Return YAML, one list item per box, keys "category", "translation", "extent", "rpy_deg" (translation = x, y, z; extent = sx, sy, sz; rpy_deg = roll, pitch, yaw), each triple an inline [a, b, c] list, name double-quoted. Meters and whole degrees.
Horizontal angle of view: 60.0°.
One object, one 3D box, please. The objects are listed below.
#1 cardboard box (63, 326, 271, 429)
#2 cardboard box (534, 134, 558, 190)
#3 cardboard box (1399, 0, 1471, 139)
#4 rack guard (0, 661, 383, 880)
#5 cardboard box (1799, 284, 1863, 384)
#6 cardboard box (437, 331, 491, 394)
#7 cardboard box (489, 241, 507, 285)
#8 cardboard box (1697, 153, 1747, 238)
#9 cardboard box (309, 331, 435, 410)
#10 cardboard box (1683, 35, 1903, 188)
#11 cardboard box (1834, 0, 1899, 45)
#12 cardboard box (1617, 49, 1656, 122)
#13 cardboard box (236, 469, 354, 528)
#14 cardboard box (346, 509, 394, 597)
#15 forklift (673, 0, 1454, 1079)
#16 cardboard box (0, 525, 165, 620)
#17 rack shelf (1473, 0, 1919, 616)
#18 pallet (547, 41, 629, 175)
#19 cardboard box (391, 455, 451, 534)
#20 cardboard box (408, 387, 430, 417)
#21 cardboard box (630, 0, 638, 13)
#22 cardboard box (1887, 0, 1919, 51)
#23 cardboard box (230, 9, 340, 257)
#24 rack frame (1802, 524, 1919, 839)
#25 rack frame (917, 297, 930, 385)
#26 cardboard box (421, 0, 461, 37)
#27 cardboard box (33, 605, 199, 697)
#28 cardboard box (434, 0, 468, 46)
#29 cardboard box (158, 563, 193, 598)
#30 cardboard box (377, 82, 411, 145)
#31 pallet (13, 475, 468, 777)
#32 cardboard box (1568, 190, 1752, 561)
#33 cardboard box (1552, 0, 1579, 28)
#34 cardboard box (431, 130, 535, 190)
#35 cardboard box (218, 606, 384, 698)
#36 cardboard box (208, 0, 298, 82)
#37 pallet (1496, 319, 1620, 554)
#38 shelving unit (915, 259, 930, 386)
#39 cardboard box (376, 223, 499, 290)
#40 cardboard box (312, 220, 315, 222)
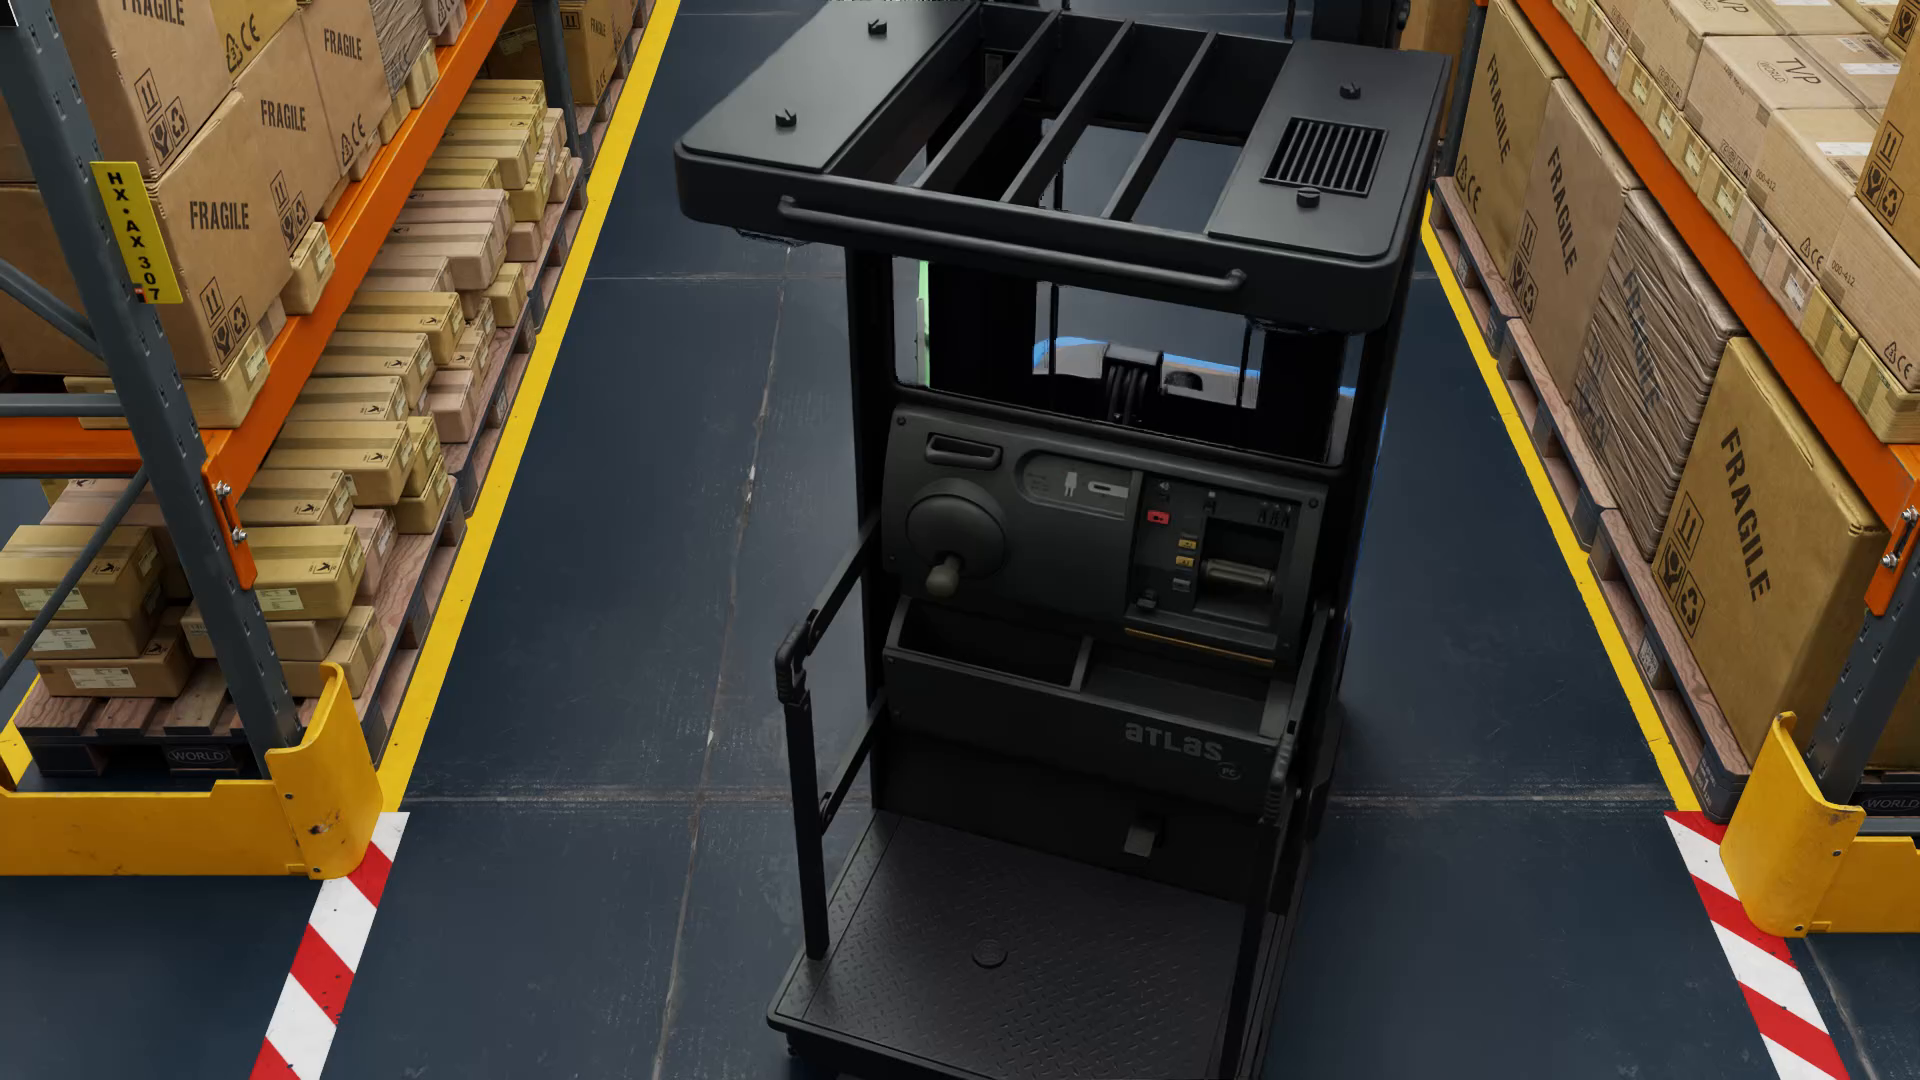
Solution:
- category: "cardboard box"
  translation: [-1.924, -0.400, 4.051]
  extent: [0.380, 0.149, 0.250]
  rpy_deg: [0, 39, 0]
- category: "cardboard box"
  translation: [-1.925, -1.598, 7.051]
  extent: [0.380, 0.149, 0.250]
  rpy_deg: [-2, 39, -2]
- category: "cardboard box"
  translation: [2.684, -2.472, 7.799]
  extent: [1.225, 0.875, 0.875]
  rpy_deg: [0, 39, 0]
- category: "rack guard"
  translation: [-2.251, 0.633, 4.560]
  extent: [1.175, 0.500, 0.348]
  rpy_deg: [0, 39, 0]
- category: "cardboard box"
  translation: [2.377, -0.522, 4.204]
  extent: [0.380, 0.149, 0.250]
  rpy_deg: [0, 39, 0]
- category: "cardboard box"
  translation: [-1.947, -0.642, 6.096]
  extent: [0.380, 0.149, 0.250]
  rpy_deg: [0, 39, 0]
- category: "cardboard box"
  translation: [-1.985, -1.114, 6.448]
  extent: [0.380, 0.149, 0.250]
  rpy_deg: [1, 39, 1]
- category: "cardboard box"
  translation: [2.377, -0.998, 4.798]
  extent: [0.380, 0.149, 0.250]
  rpy_deg: [-1, 39, -1]
- category: "cardboard box"
  translation: [-1.979, -0.565, 5.524]
  extent: [0.380, 0.149, 0.250]
  rpy_deg: [1, 39, 2]
- category: "cardboard box"
  translation: [2.442, -1.231, 4.770]
  extent: [0.500, 0.250, 0.500]
  rpy_deg: [-1, 39, -2]
- category: "cardboard box"
  translation: [2.968, -1.559, 5.179]
  extent: [0.500, 0.250, 0.500]
  rpy_deg: [-1, 39, -1]
- category: "cardboard box"
  translation: [2.375, -1.479, 5.397]
  extent: [0.380, 0.149, 0.250]
  rpy_deg: [-1, 39, -1]
- category: "cardboard box"
  translation: [-2.033, -0.079, 4.918]
  extent: [0.380, 0.149, 0.250]
  rpy_deg: [1, 39, 1]
- category: "cardboard box"
  translation: [-1.939, 0.039, 5.009]
  extent: [0.380, 0.149, 0.250]
  rpy_deg: [0, 39, 0]
- category: "forklift"
  translation: [0.216, 0.059, 3.333]
  extent: [1.130, 2.935, 3.031]
  rpy_deg: [12, 40, 15]
- category: "cardboard box"
  translation: [-2.505, 0.091, 4.706]
  extent: [0.380, 0.149, 0.250]
  rpy_deg: [0, 39, 0]
- category: "rack shelf"
  translation: [2.707, -1.205, 5.431]
  extent: [1.077, 0.370, 4.000]
  rpy_deg: [0, 39, 0]
- category: "pallet"
  translation: [-2.258, -2.195, 8.320]
  extent: [1.003, 0.211, 1.213]
  rpy_deg: [0, 39, 0]
- category: "cardboard box"
  translation: [-1.912, -0.153, 5.486]
  extent: [0.380, 0.149, 0.250]
  rpy_deg: [0, 39, 1]
- category: "cardboard box"
  translation: [-2.015, -0.441, 5.608]
  extent: [0.380, 0.149, 0.250]
  rpy_deg: [-2, 39, -2]
- category: "cardboard box"
  translation: [-2.008, -3.105, 8.890]
  extent: [0.500, 0.500, 0.500]
  rpy_deg: [1, 39, 1]
- category: "cardboard box"
  translation: [2.971, -1.522, 4.534]
  extent: [0.500, 0.500, 0.500]
  rpy_deg: [-1, 39, -1]
- category: "cardboard box"
  translation: [-2.001, -1.066, 4.363]
  extent: [0.500, 0.500, 0.500]
  rpy_deg: [0, 39, 0]
- category: "rack frame"
  translation: [2.709, -0.235, 3.645]
  extent: [1.000, 3.000, 0.127]
  rpy_deg: [0, 39, 0]
- category: "rack frame"
  translation: [0.000, -0.212, 5.055]
  extent: [0.240, 1.200, 0.015]
  rpy_deg: [0, 39, 0]
- category: "cardboard box"
  translation: [-1.974, -2.013, 5.546]
  extent: [0.500, 0.500, 0.500]
  rpy_deg: [0, 39, 0]
- category: "cardboard box"
  translation: [-2.460, 0.325, 4.890]
  extent: [0.380, 0.149, 0.250]
  rpy_deg: [1, 39, 1]
- category: "cardboard box"
  translation: [-1.966, -1.861, 5.874]
  extent: [0.380, 0.149, 0.250]
  rpy_deg: [-2, 39, -2]
- category: "cardboard box"
  translation: [-2.484, 0.044, 5.002]
  extent: [0.380, 0.149, 0.250]
  rpy_deg: [-1, 39, -1]
- category: "cardboard box"
  translation: [-1.976, -1.375, 5.268]
  extent: [0.380, 0.149, 0.250]
  rpy_deg: [1, 39, 2]
- category: "pallet"
  translation: [-2.217, 0.238, 5.285]
  extent: [1.003, 0.211, 1.213]
  rpy_deg: [0, 39, 0]
- category: "cardboard box"
  translation: [2.627, -0.539, 5.388]
  extent: [0.875, 0.875, 0.875]
  rpy_deg: [0, 39, 0]
- category: "cardboard box"
  translation: [2.375, -1.960, 5.998]
  extent: [0.380, 0.149, 0.250]
  rpy_deg: [-1, 39, -1]
- category: "cardboard box"
  translation: [-1.948, -1.542, 6.744]
  extent: [0.380, 0.149, 0.250]
  rpy_deg: [0, 39, 0]
- category: "cardboard box"
  translation: [-1.932, 0.326, 4.889]
  extent: [0.380, 0.149, 0.250]
  rpy_deg: [1, 39, 1]
- category: "cardboard box"
  translation: [-1.993, -1.437, 4.027]
  extent: [0.500, 0.500, 0.500]
  rpy_deg: [1, 39, 1]
- category: "pallet"
  translation: [2.631, -0.408, 6.090]
  extent: [1.003, 0.211, 1.213]
  rpy_deg: [0, 39, 0]
- category: "shelving unit"
  translation: [0.000, -0.365, 5.246]
  extent: [0.258, 1.200, 0.503]
  rpy_deg: [0, 39, 0]
- category: "cardboard box"
  translation: [-1.920, -1.042, 6.120]
  extent: [0.380, 0.149, 0.250]
  rpy_deg: [-1, 39, -2]
- category: "cardboard box"
  translation: [-2.050, -0.889, 4.662]
  extent: [0.380, 0.149, 0.250]
  rpy_deg: [2, 39, 2]
